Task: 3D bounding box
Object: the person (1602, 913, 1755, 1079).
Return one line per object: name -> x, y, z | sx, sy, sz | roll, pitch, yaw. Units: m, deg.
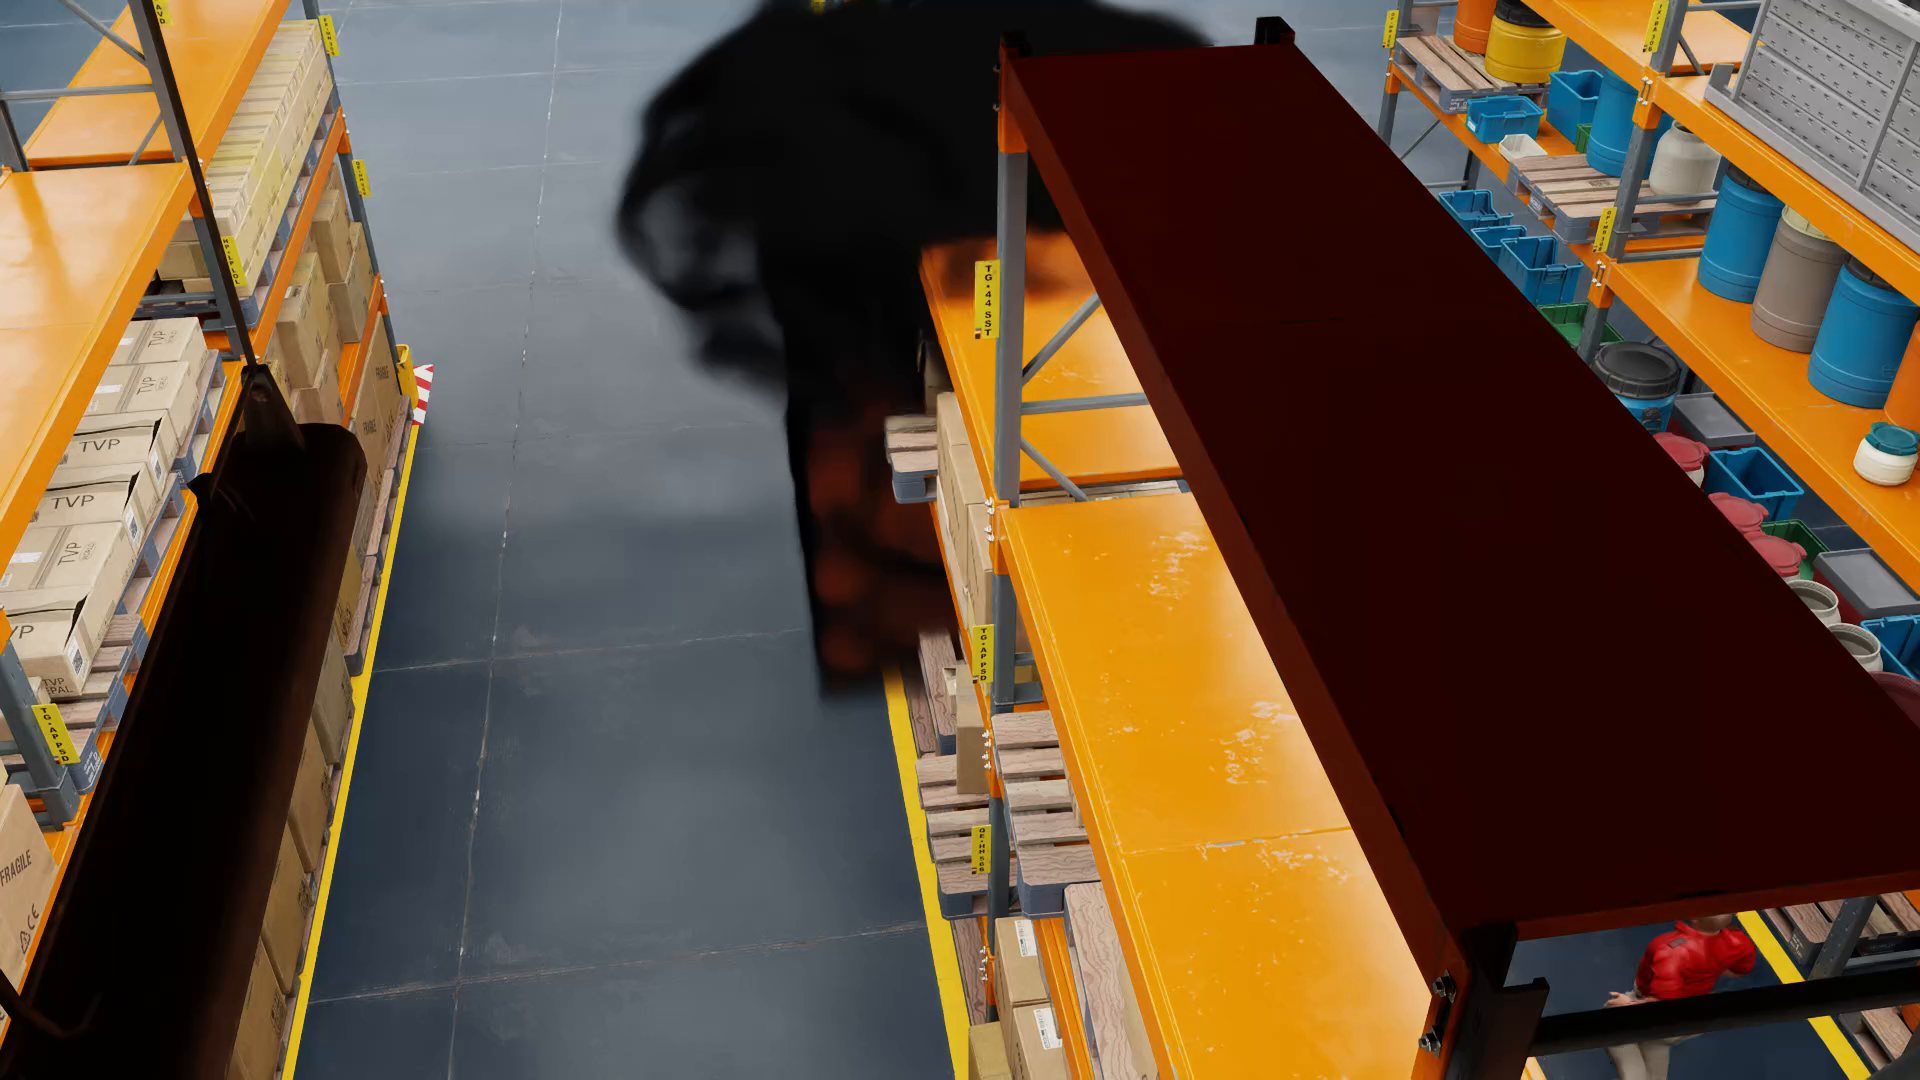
person -> 3.544, 2.325, 8.398 | 0.664, 1.689, 0.508 | -10, 38, -14
